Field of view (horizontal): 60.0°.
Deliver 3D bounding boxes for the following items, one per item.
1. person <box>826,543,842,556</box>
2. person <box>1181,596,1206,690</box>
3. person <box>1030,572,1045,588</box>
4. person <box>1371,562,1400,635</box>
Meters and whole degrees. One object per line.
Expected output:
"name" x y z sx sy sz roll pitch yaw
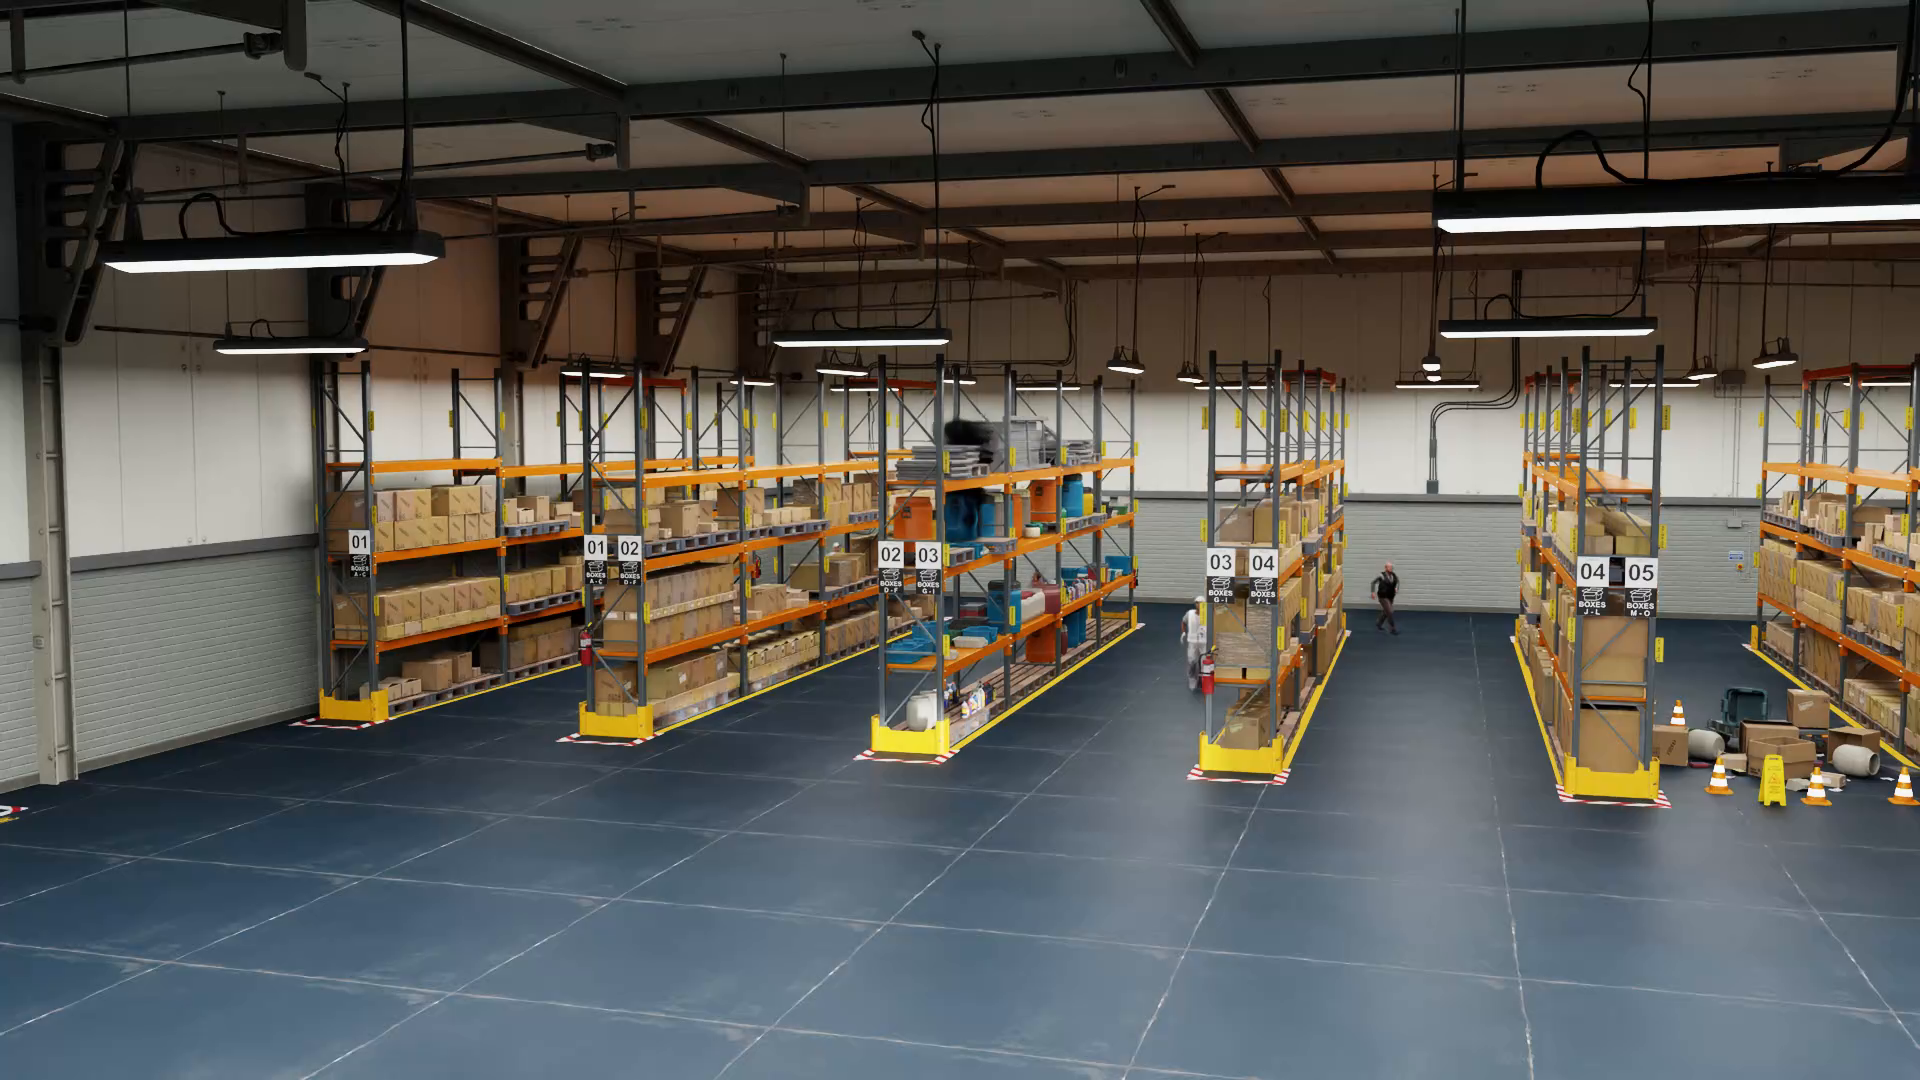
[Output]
"person" -3.392 0.948 44.746 0.830 1.761 0.703 4 5 41
"person" 4.411 1.912 30.787 0.665 1.756 0.673 1 4 11
"person" 1.929 1.450 39.544 0.542 1.448 0.978 2 5 25
"person" 9.992 1.360 39.120 0.644 1.698 0.884 -2 5 -28
